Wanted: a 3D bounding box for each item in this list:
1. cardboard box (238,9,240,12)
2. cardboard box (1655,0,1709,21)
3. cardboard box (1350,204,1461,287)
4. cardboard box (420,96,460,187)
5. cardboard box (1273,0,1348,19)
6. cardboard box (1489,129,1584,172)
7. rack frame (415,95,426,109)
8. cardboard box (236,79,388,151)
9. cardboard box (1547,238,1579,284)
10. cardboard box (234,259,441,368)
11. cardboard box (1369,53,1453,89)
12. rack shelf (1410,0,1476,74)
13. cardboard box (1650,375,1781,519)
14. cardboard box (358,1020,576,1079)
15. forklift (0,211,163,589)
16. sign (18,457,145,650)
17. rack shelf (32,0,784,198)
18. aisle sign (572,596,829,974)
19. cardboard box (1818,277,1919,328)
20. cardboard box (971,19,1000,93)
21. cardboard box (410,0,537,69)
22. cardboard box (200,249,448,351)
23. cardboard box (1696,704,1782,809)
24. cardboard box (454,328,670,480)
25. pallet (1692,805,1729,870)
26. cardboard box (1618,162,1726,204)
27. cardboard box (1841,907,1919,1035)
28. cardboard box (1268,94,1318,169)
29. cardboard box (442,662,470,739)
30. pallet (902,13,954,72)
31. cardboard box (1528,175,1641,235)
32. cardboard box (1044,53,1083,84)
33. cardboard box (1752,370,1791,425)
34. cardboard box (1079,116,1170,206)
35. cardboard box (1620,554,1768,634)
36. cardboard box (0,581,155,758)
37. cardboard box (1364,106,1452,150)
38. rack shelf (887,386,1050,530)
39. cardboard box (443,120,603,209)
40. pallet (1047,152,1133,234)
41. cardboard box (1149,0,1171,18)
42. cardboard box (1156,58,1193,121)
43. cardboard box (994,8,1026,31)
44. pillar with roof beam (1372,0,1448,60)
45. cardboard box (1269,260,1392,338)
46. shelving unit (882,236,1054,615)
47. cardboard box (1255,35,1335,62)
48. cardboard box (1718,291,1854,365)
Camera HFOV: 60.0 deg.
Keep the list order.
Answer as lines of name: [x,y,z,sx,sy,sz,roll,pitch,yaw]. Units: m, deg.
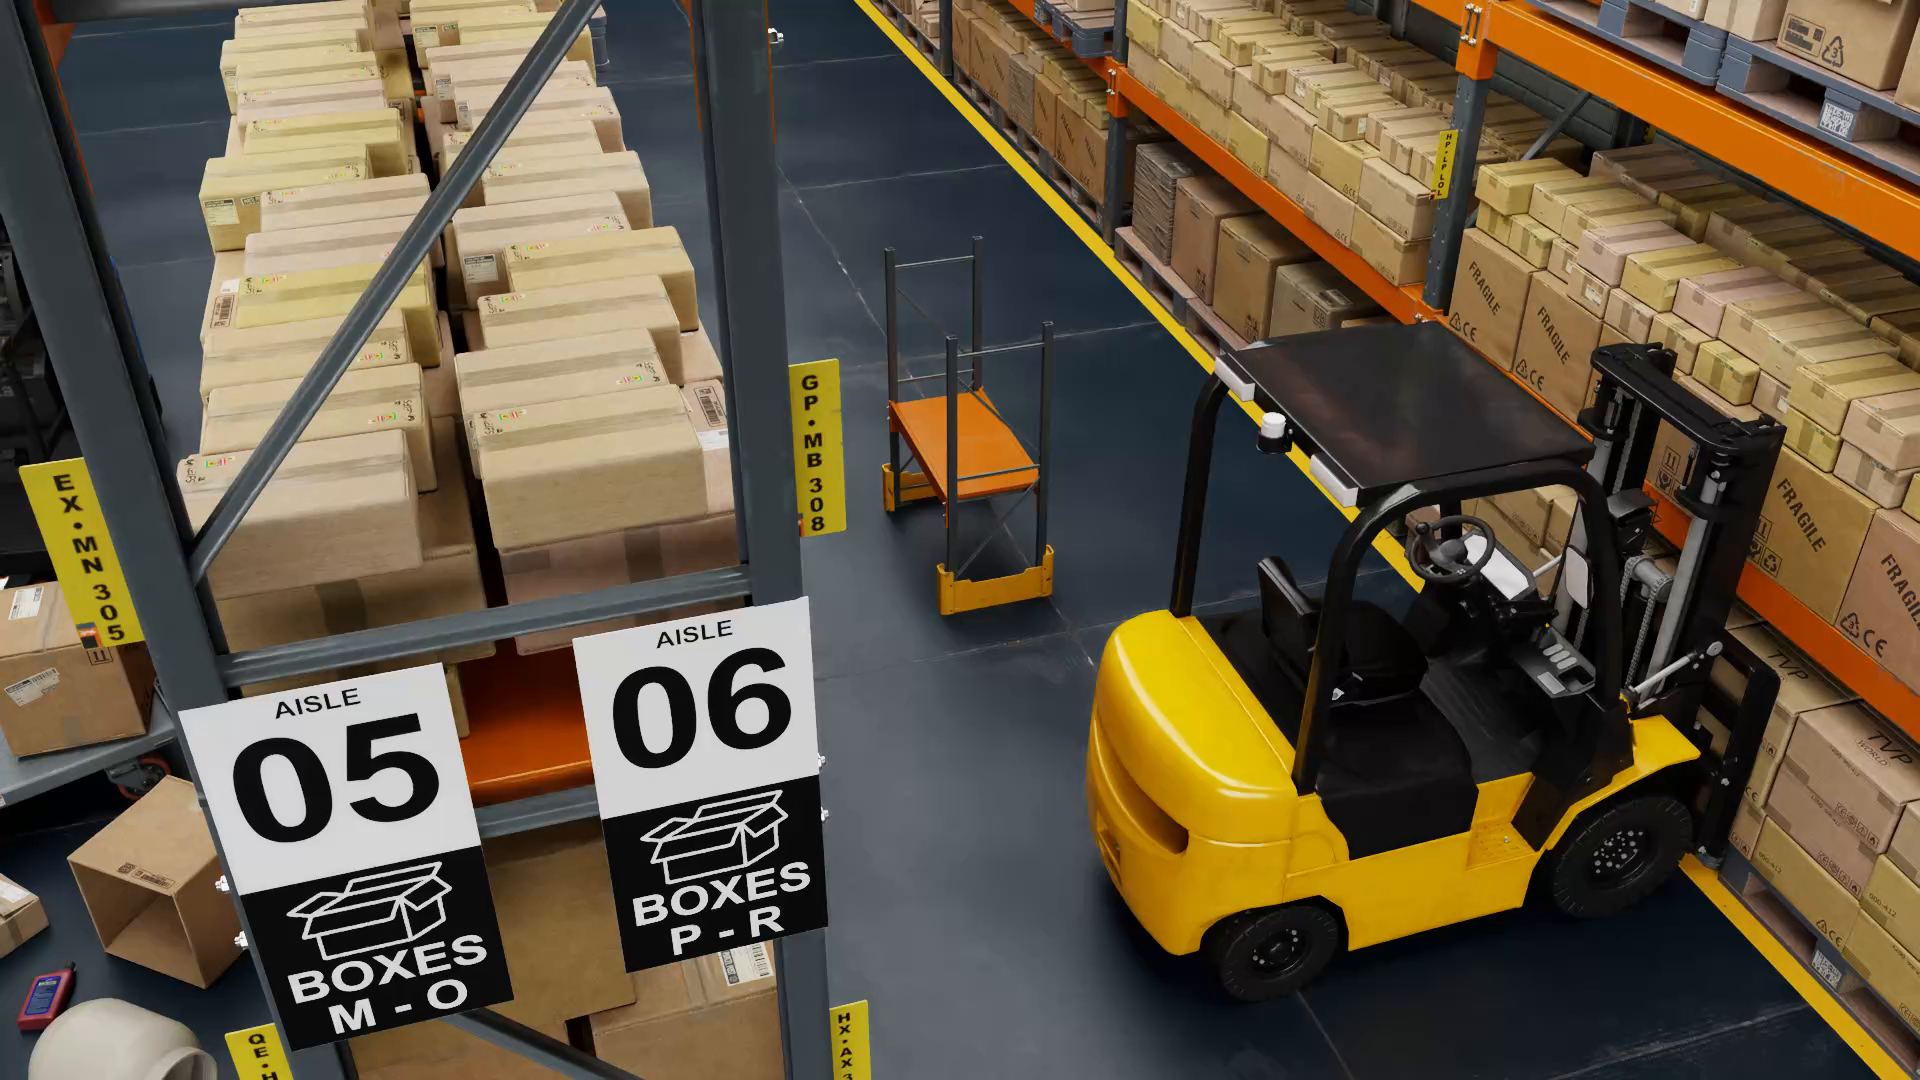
cardboard box: [-2.194,-1.797,5.533,0.380,0.149,0.250,-11,35,-16]
cardboard box: [2.829,-2.048,6.164,0.380,0.149,0.250,-9,35,-13]
cardboard box: [2.344,-1.533,8.485,0.500,0.250,0.500,-9,35,-14]
cardboard box: [-1.291,-1.129,4.884,0.500,0.250,0.500,-11,35,-16]
cardboard box: [2.167,-3.269,10.296,0.380,0.149,0.250,-11,35,-16]
cardboard box: [2.844,-1.908,8.237,0.380,0.149,0.250,-11,35,-16]
rack frame: [-1.979,-0.538,6.844,1.000,3.000,0.127,-10,35,-15]
cardboard box: [-1.744,-1.123,4.512,0.380,0.149,0.250,-11,35,-15]
cardboard box: [2.780,-1.208,7.178,0.380,0.149,0.250,-10,35,-15]
cardboard box: [-1.309,-0.460,3.509,0.380,0.149,0.250,-10,35,-14]
cardboard box: [2.506,-2.586,9.264,0.380,0.149,0.250,-10,35,-15]
rack shelf: [2.137,-3.376,9.070,1.077,0.370,4.000,-10,35,-15]
cardboard box: [3.097,-0.336,6.446,0.500,0.500,0.500,-10,35,-14]
cardboard box: [-1.187,1.158,3.917,0.500,0.500,0.500,-11,35,-16]
forklift: [-4.943,-1.091,7.743,1.130,2.935,3.031,-6,34,-8]
sign: [-1.293,0.024,2.469,0.100,0.325,0.005,-10,35,-15]
rack shelf: [-1.369,-1.689,3.800,1.077,0.370,4.000,-10,35,-15]
aisle sign: [-0.445,0.458,2.978,0.394,0.787,0.004,-10,35,-15]
cardboard box: [3.540,-0.878,6.410,0.380,0.149,0.250,-9,35,-13]
cardboard box: [0.412,-4.138,14.177,0.500,0.500,0.500,-10,35,-15]
cardboard box: [-1.528,-1.612,5.253,0.380,0.149,0.250,-9,35,-14]
cardboard box: [-1.487,-0.510,3.947,0.500,0.250,0.500,-9,35,-13]
cardboard box: [3.201,0.753,6.549,0.500,0.250,0.500,-11,35,-16]
cardboard box: [-0.765,-0.268,3.218,0.380,0.149,0.250,-10,35,-15]
pallet: [3.326,0.855,7.265,1.003,0.211,1.213,-10,35,-15]
cardboard box: [3.169,-1.556,7.435,0.380,0.149,0.250,-11,35,-16]
cardboard box: [3.523,1.504,5.867,0.500,0.250,0.500,-10,35,-14]
cardboard box: [2.040,-2.274,9.153,0.500,0.250,0.500,-9,35,-14]
cardboard box: [-1.134,0.275,3.120,0.380,0.149,0.250,-10,35,-15]
pallet: [0.098,-4.772,15.781,1.003,0.211,1.213,-10,35,-15]
cardboard box: [2.744,-1.475,7.312,0.380,0.149,0.250,-9,35,-14]
cardboard box: [0.870,-3.655,12.859,0.380,0.149,0.250,-11,35,-15]
cardboard box: [3.190,-0.538,6.164,0.380,0.149,0.250,-10,35,-15]
cardboard box: [1.193,-2.793,12.142,0.500,0.500,0.500,-9,35,-13]
cardboard box: [3.058,0.293,6.792,0.500,0.250,0.500,-11,35,-16]
cardboard box: [-3.665,0.504,6.847,0.500,0.500,0.500,-10,35,-15]
cardboard box: [2.311,-2.099,8.526,0.380,0.149,0.250,-10,35,-15]
rack shelf: [0.026,-0.431,8.368,0.538,0.185,1.000,-10,35,-15]
cardboard box: [-1.107,-0.942,4.239,0.380,0.149,0.250,-9,35,-14]
pallet: [1.335,-2.710,12.659,1.003,0.211,1.213,-10,35,-15]
cardboard box: [1.426,-3.430,10.542,0.380,0.149,0.250,-9,35,-14]
cardboard box: [1.578,-2.873,10.514,0.500,0.250,0.500,-11,35,-16]
cardboard box: [0.507,-4.338,13.892,0.380,0.149,0.250,-11,35,-16]
pillar with roof beam: [-1.317,-4.721,7.732,9.100,9.000,0.400,-10,35,-15]
cardboard box: [2.348,-1.240,9.679,0.875,0.625,0.625,-10,35,-15]
shelving unit: [0.023,-0.586,8.276,0.587,1.500,1.083,-10,35,-15]
cardboard box: [1.919,-2.774,9.548,0.380,0.149,0.250,-10,35,-15]
cardboard box: [3.123,-0.803,6.296,0.380,0.149,0.250,-10,35,-15]
